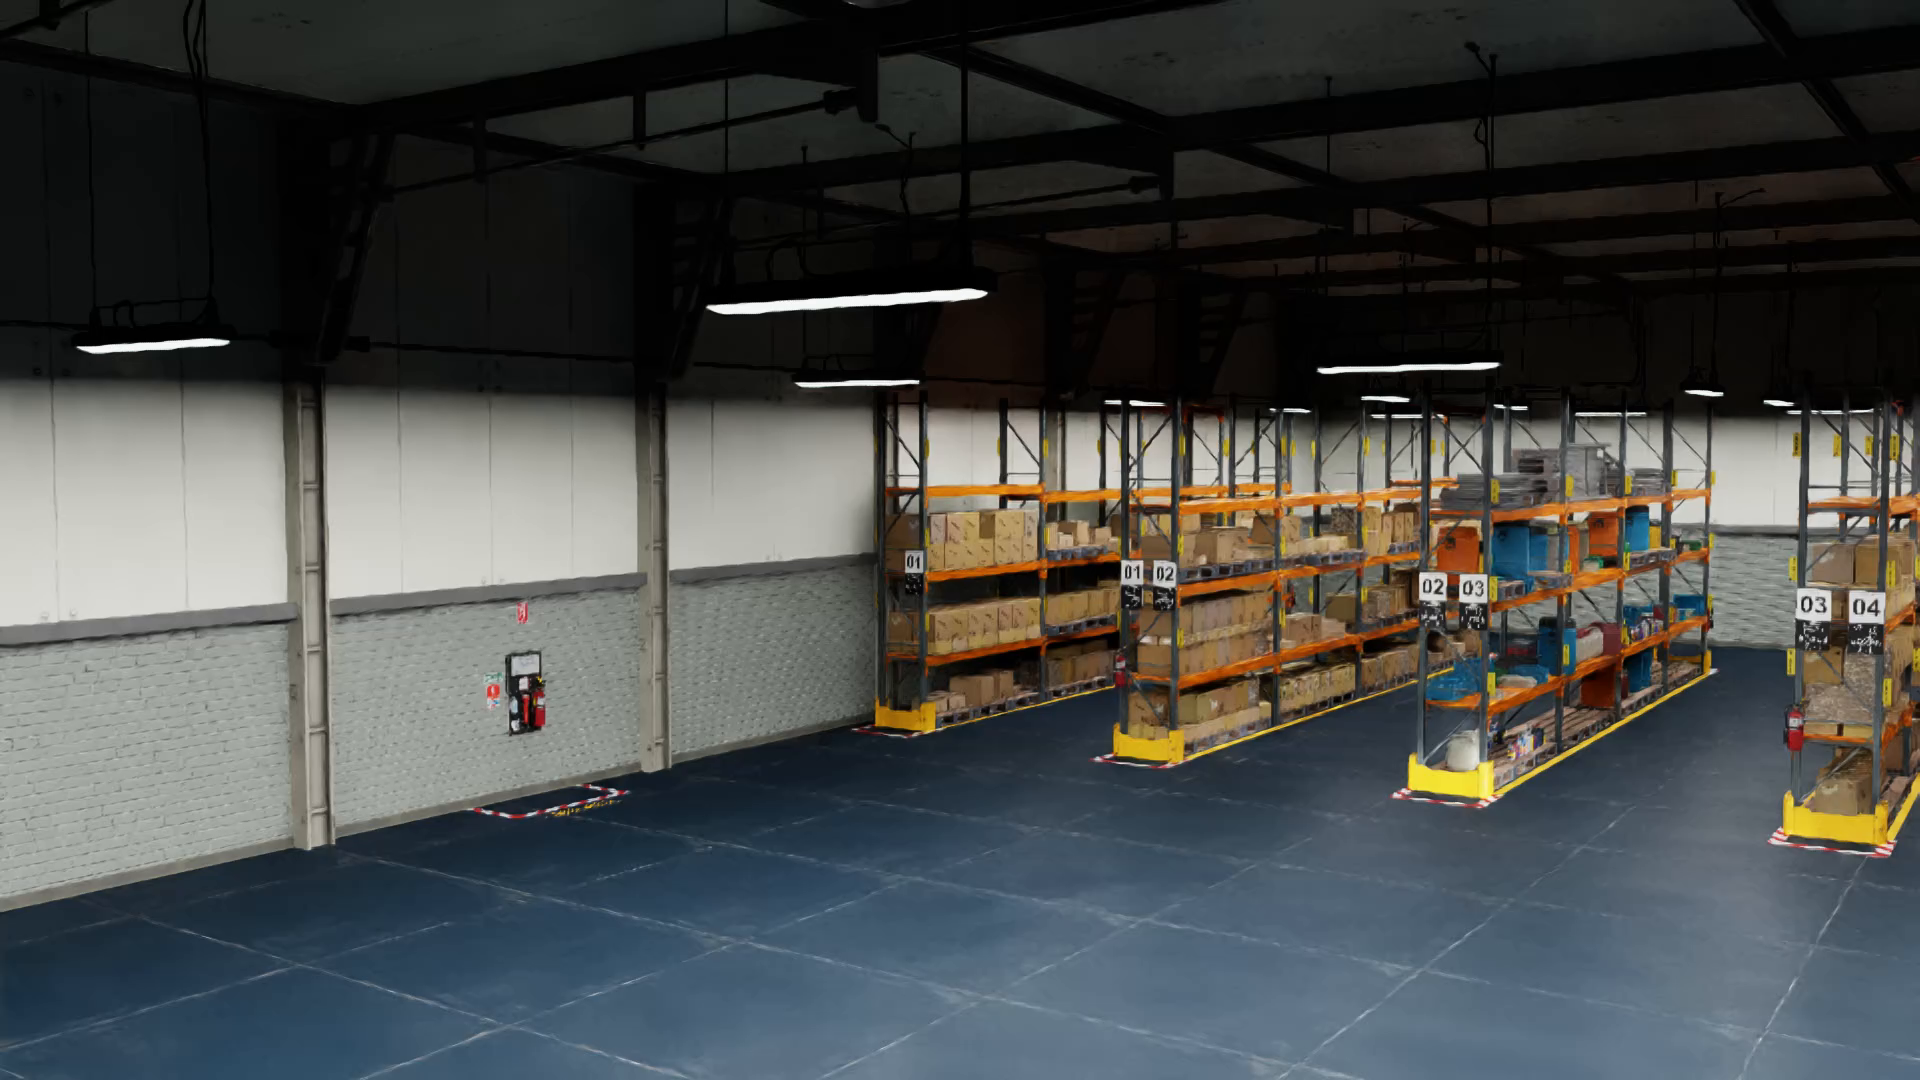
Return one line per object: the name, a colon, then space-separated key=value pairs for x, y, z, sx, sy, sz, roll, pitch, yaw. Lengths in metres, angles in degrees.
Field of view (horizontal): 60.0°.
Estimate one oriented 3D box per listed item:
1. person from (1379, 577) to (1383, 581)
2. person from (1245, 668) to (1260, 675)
person: x=11.124 y=1.753 z=44.256 sx=0.582 sy=1.587 sz=0.470 roll=-1 pitch=3 yaw=-9
person: x=6.137 y=2.178 z=35.266 sx=0.598 sy=1.698 sz=1.194 roll=2 pitch=4 yaw=36
